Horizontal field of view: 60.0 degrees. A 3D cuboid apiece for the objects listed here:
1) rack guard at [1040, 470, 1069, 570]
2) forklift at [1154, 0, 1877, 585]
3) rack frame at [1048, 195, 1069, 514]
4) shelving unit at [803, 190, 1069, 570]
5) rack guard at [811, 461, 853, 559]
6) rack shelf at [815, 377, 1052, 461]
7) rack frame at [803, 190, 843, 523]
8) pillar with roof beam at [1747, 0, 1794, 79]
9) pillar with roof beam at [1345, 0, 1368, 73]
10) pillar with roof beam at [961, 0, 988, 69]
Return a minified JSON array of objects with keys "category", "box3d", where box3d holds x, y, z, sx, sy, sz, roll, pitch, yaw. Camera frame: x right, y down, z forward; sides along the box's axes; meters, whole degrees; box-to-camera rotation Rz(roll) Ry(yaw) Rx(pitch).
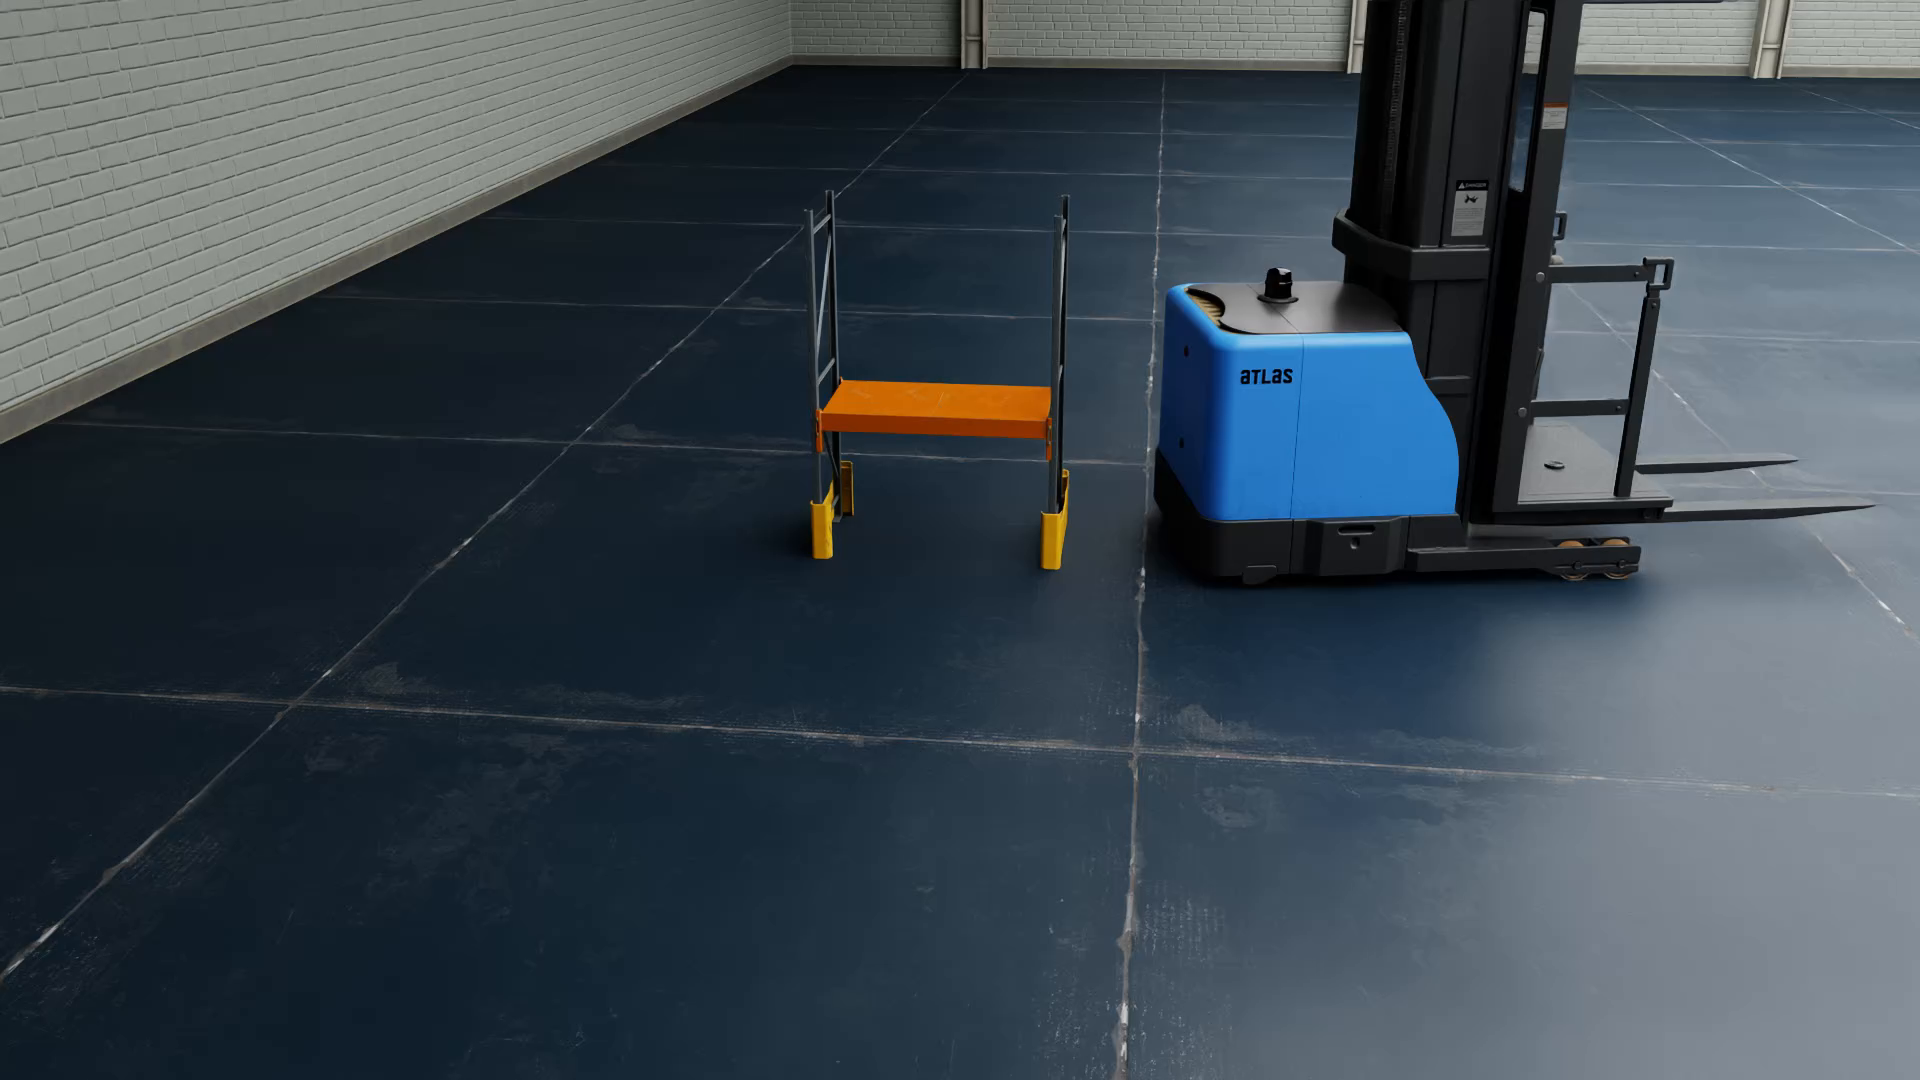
[{"category":"rack guard","box3d":[0.419,-0.098,7.348,0.087,0.250,0.587,2,22,6]},{"category":"forklift","box3d":[2.448,-1.383,6.951,3.031,2.935,1.130,-2,22,-5]},{"category":"rack frame","box3d":[0.420,-0.679,7.118,0.032,1.500,0.500,2,22,6]},{"category":"shelving unit","box3d":[-0.076,-0.701,7.172,1.083,1.500,0.587,2,22,6]},{"category":"rack guard","box3d":[-0.570,-0.141,7.457,0.087,0.250,0.587,2,22,6]},{"category":"rack shelf","box3d":[-0.085,-0.534,7.240,1.000,0.185,0.538,2,22,6]},{"category":"rack frame","box3d":[-0.590,-0.723,7.229,0.032,1.500,0.500,2,22,6]},{"category":"pillar with roof beam","box3d":[11.638,-9.607,19.499,0.400,9.000,9.100,2,22,6]},{"category":"pillar with roof beam","box3d":[5.680,-9.866,20.156,0.400,9.000,9.100,2,22,6]},{"category":"pillar with roof beam","box3d":[-0.278,-10.126,20.813,0.400,9.000,9.100,2,22,6]}]
